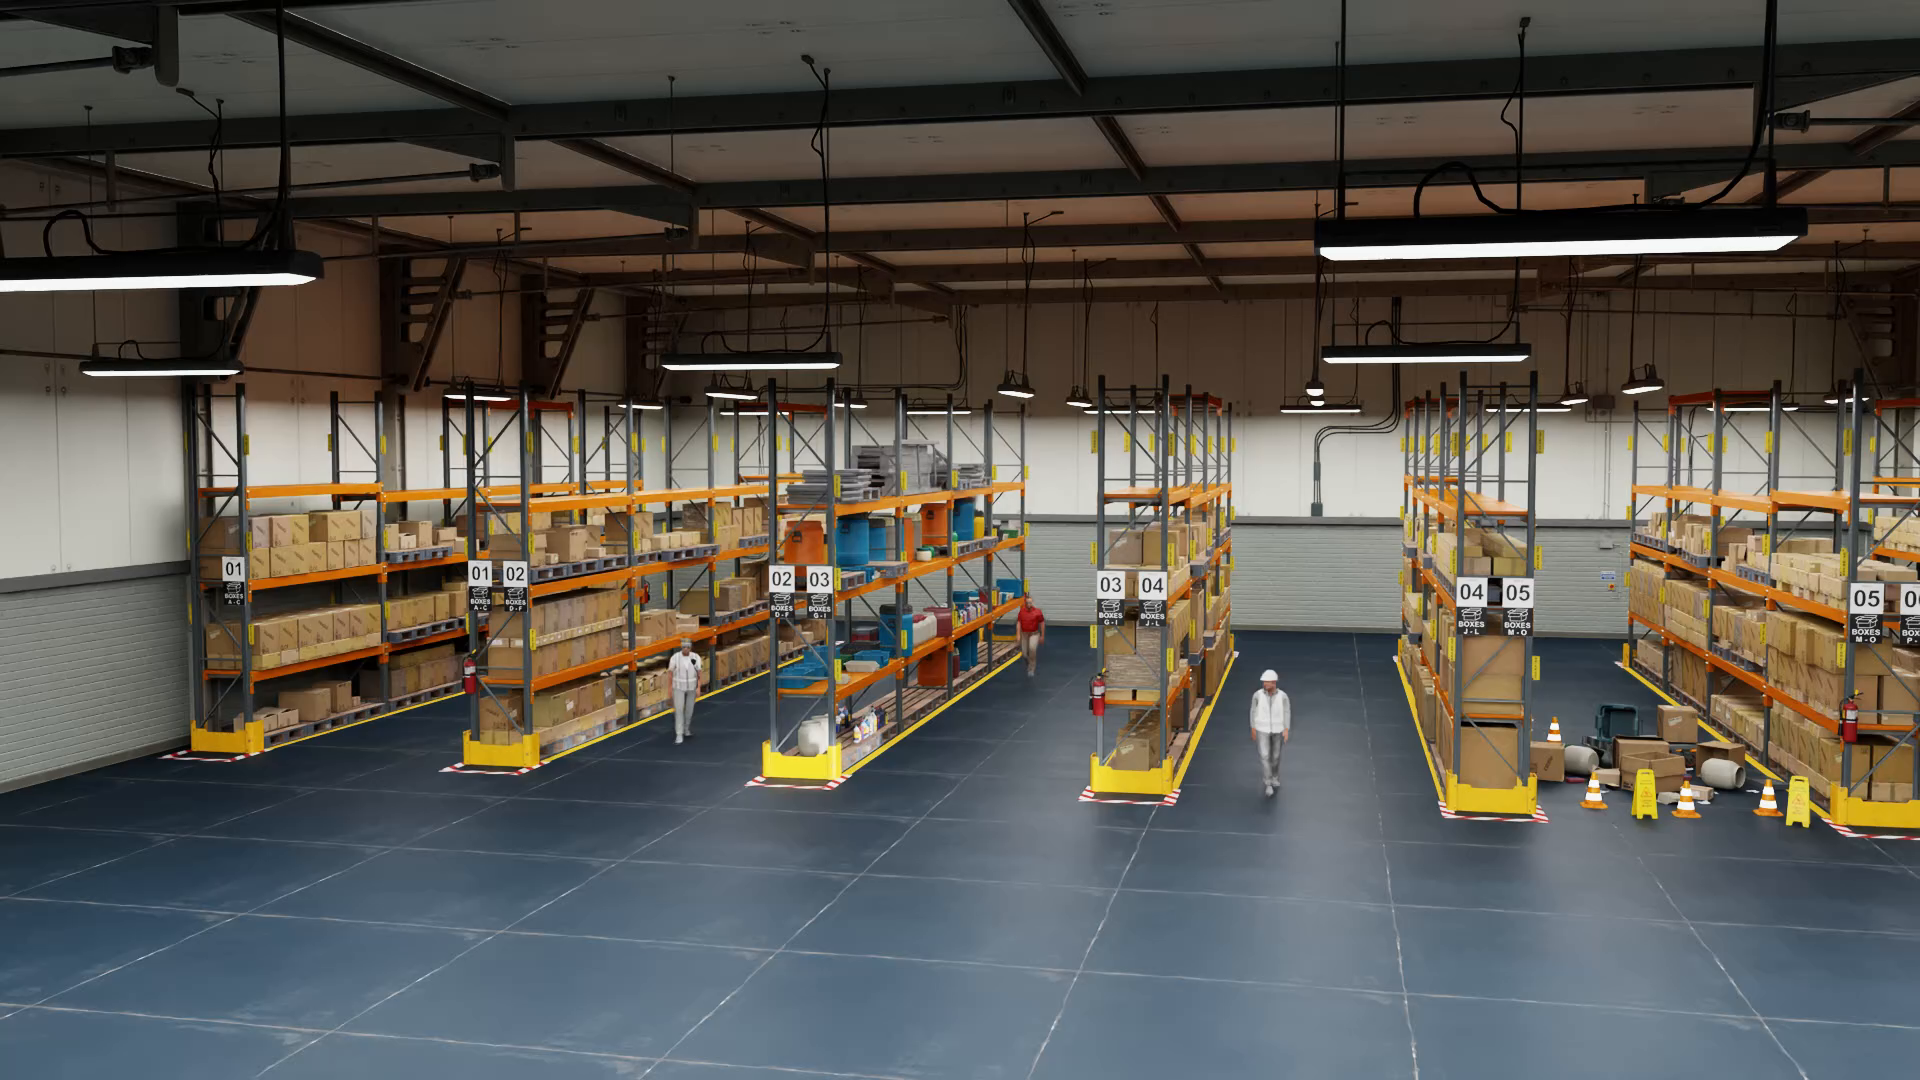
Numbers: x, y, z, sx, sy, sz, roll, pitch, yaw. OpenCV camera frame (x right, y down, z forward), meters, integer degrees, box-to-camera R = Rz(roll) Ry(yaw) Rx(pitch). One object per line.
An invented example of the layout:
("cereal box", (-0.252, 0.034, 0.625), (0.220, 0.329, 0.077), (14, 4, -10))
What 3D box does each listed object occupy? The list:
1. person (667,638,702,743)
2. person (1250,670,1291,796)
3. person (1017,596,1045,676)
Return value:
("person", (-4.654, 2.512, 28.169), (0.571, 1.708, 0.946), (-2, 4, -25))
("person", (4.478, 2.738, 23.936), (0.568, 1.733, 0.920), (0, 3, 5))
("person", (1.424, 1.962, 34.409), (0.553, 1.589, 0.935), (2, 4, 25))
